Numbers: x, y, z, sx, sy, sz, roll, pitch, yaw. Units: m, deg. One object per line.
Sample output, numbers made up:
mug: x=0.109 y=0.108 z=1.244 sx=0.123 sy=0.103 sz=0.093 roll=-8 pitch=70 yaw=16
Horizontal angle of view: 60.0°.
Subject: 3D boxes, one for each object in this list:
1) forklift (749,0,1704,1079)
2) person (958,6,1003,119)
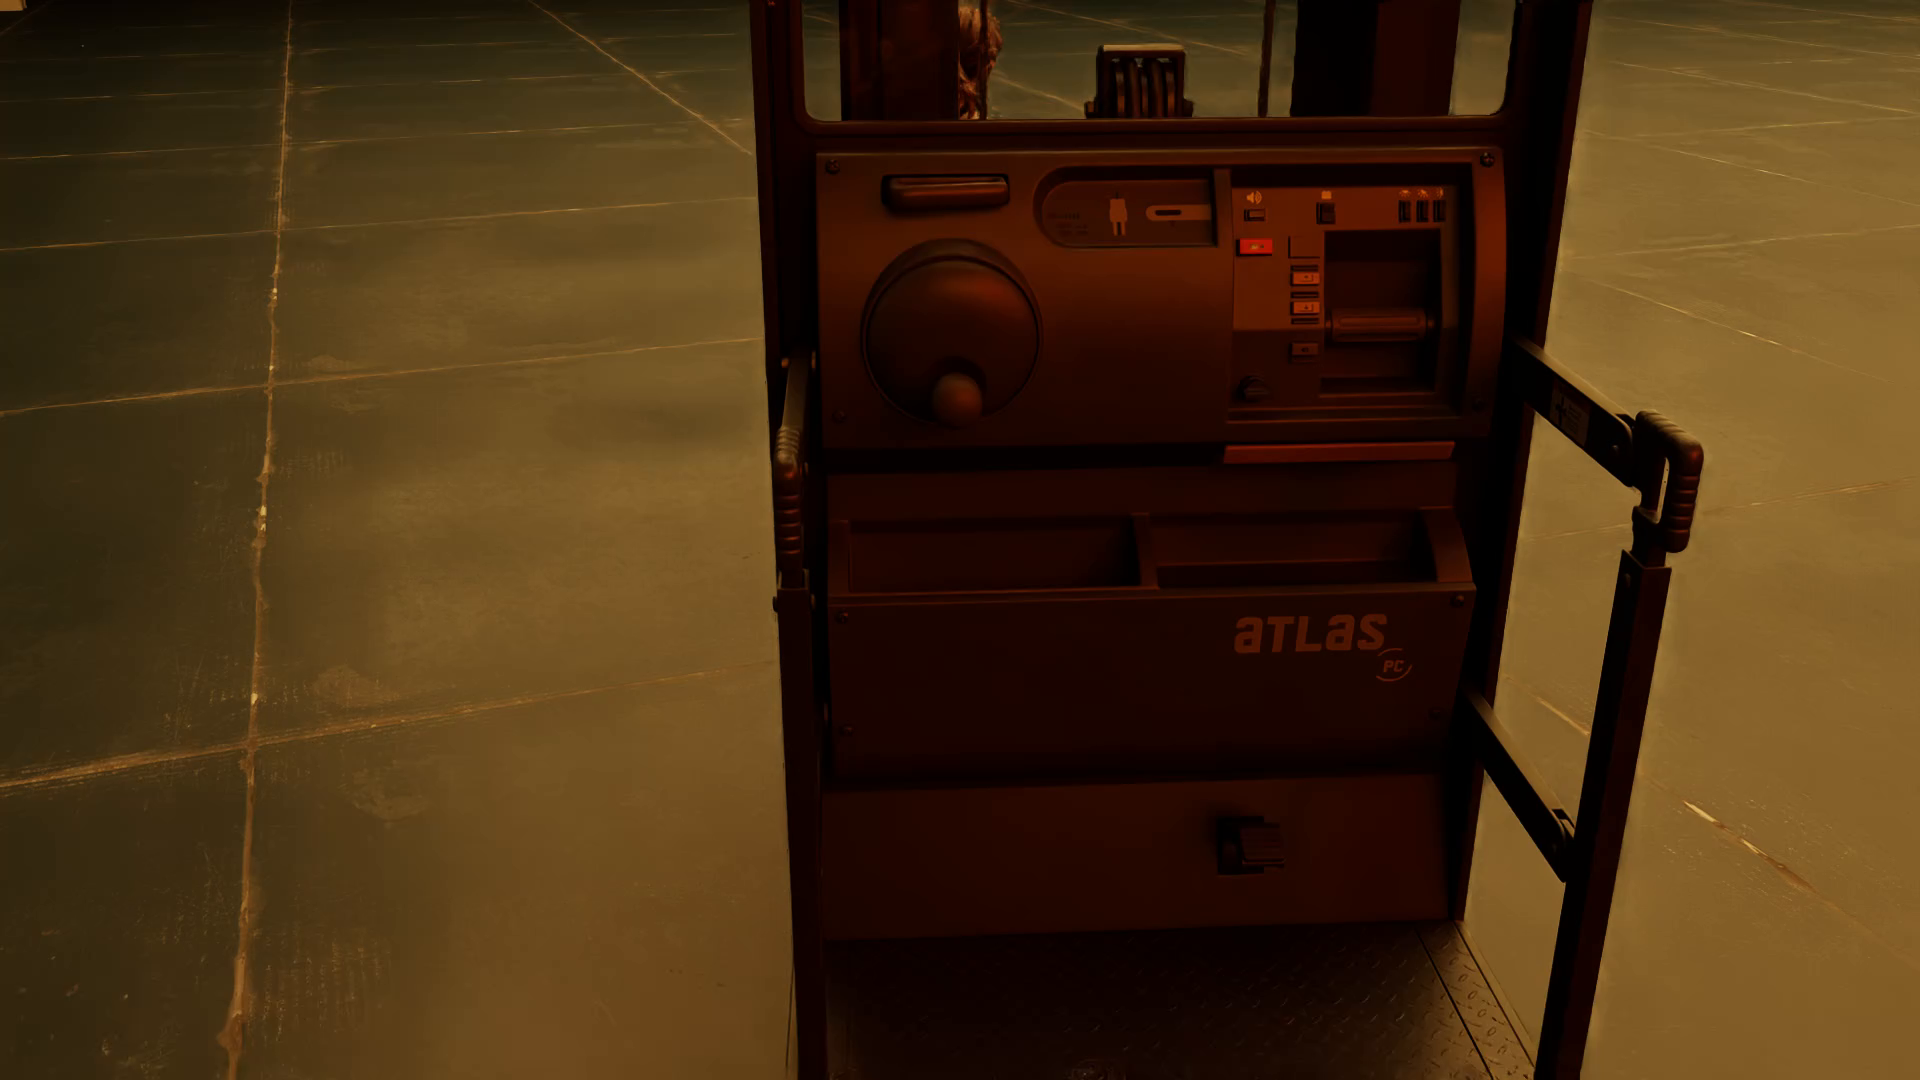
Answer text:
forklift: x=0.288 y=-0.314 z=2.046 sx=1.130 sy=2.935 sz=3.031 roll=-1 pitch=23 yaw=-3
person: x=-0.004 y=-0.784 z=4.943 sx=0.749 sy=1.550 sz=0.524 roll=2 pitch=23 yaw=5
